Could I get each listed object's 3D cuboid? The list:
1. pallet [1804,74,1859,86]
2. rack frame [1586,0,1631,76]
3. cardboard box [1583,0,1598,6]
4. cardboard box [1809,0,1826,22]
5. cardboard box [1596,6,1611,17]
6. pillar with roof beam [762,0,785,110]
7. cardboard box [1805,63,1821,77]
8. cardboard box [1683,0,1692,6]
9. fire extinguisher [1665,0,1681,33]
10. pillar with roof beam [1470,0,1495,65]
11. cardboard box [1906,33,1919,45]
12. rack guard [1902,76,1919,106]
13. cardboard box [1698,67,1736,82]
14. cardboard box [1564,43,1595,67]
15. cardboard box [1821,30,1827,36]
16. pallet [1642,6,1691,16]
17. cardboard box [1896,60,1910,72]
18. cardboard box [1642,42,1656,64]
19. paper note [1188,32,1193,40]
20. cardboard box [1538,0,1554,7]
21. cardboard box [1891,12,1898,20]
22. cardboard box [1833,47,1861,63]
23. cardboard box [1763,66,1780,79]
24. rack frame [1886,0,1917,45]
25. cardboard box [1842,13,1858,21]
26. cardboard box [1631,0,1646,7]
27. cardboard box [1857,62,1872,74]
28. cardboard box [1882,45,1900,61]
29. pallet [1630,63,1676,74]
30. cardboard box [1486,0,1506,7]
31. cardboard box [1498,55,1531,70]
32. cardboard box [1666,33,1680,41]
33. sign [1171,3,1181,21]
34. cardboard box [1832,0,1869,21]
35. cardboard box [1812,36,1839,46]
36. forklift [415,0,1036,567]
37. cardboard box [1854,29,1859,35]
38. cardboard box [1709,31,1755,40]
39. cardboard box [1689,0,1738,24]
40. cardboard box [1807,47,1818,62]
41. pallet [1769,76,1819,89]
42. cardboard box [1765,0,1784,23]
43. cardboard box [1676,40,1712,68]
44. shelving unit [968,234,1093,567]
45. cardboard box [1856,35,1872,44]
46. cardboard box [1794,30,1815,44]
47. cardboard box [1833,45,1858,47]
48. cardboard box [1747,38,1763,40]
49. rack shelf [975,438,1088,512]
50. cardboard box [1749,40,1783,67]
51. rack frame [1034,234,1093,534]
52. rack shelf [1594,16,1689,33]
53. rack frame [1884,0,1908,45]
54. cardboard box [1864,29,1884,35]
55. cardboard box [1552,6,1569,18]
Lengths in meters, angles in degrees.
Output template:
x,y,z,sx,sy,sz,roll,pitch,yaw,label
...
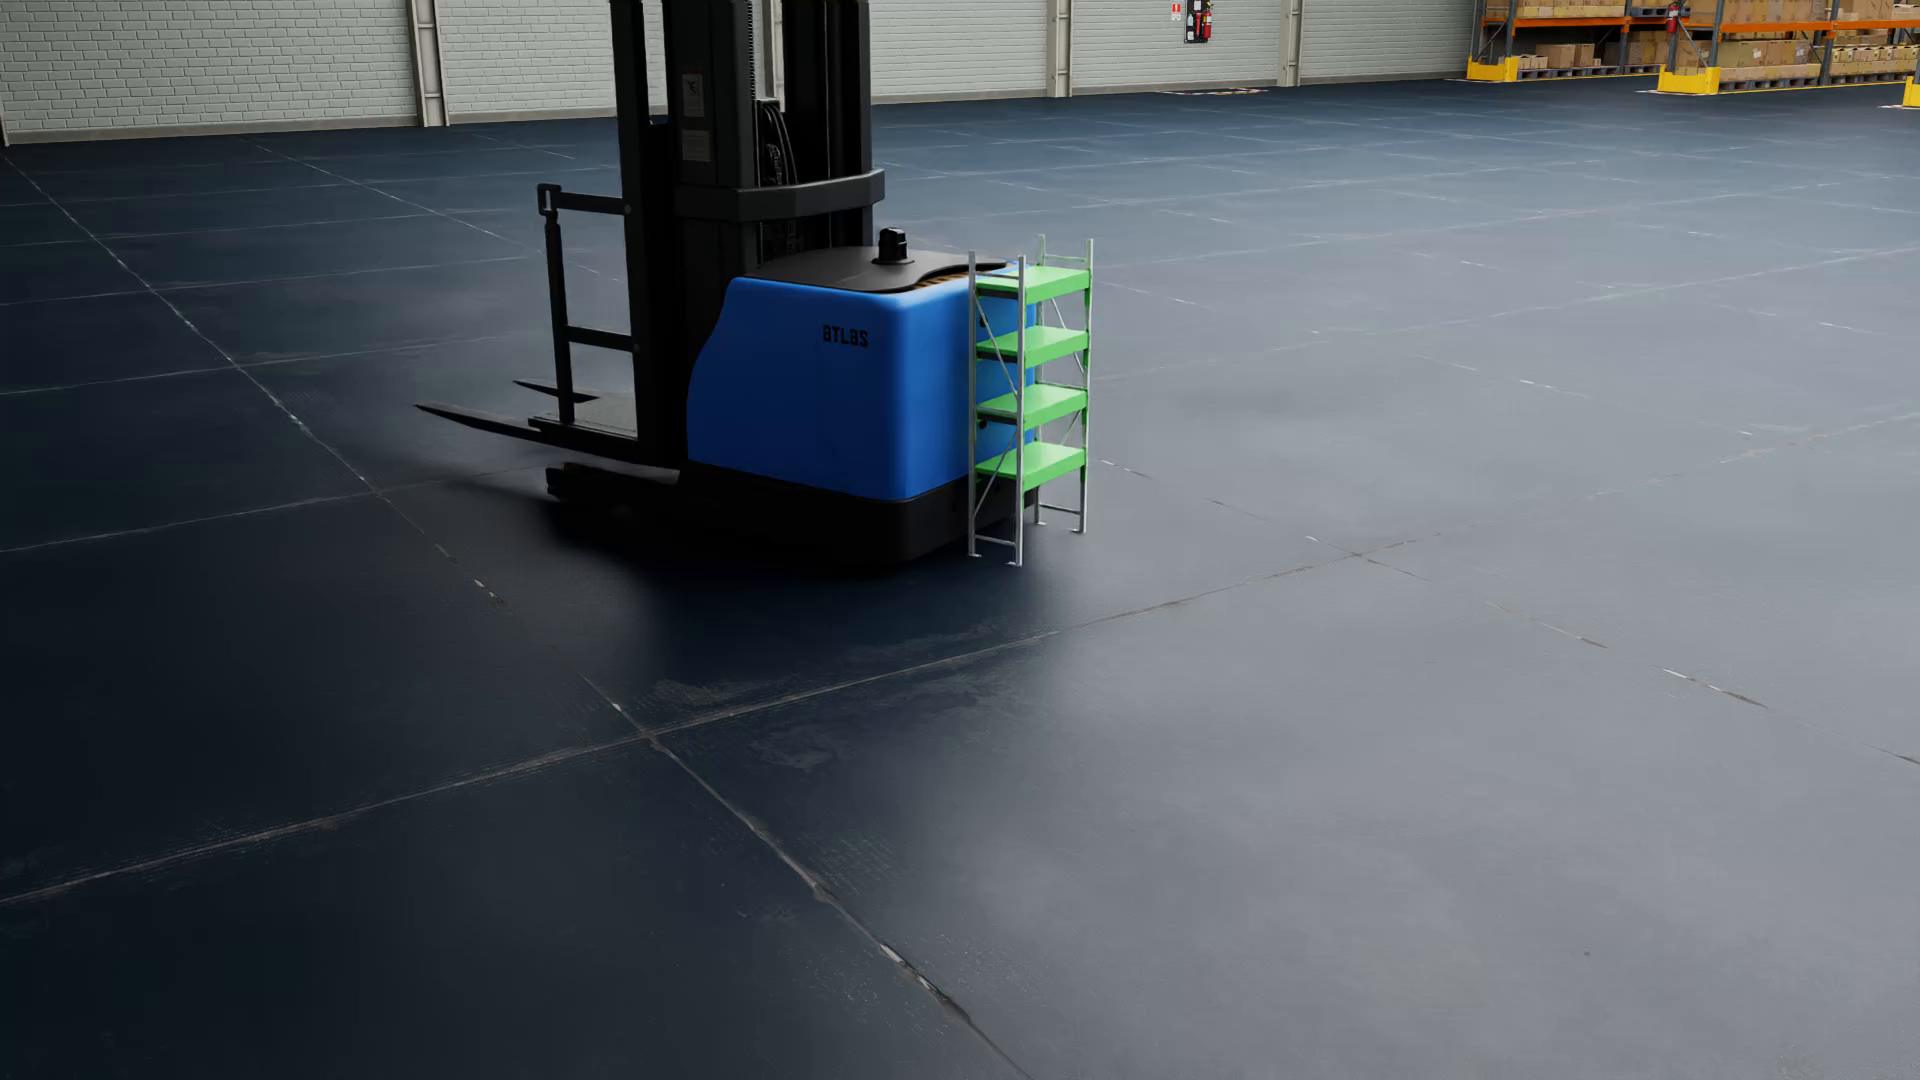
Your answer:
x,y,z,sx,sy,sz,roll,pitch,yaw,label
18.473,-9.895,35.685,1.213,0.211,1.003,-12,22,-31,pallet
15.152,-12.401,38.741,0.127,3.000,1.000,-12,22,-31,rack frame
14.087,-12.353,37.632,0.500,0.500,0.500,-13,22,-33,cardboard box
17.512,-11.044,34.572,0.500,0.500,0.700,-13,22,-33,cardboard box
14.502,-12.089,38.022,0.500,0.250,0.500,-12,22,-31,cardboard box
-0.746,-10.571,23.961,0.400,9.000,9.100,-12,22,-31,pillar with roof beam
17.612,-9.832,34.782,0.500,0.250,0.500,-12,22,-31,cardboard box
17.077,-13.050,39.819,0.500,0.500,0.700,-12,22,-31,cardboard box
14.184,-10.438,33.058,0.183,0.674,0.296,-12,22,-31,fire extinguisher
14.287,-13.741,33.339,0.400,9.000,9.100,-12,22,-31,pillar with roof beam
21.917,-11.399,37.823,0.500,0.250,0.500,-11,22,-29,cardboard box
17.297,-7.888,29.296,0.348,0.500,1.175,-12,22,-31,rack guard
15.109,-9.303,33.216,0.500,0.250,0.500,-12,22,-31,cardboard box
14.307,-11.231,38.499,0.500,0.500,0.500,-14,23,-35,cardboard box
22.942,-13.404,43.942,0.250,0.149,0.380,-13,22,-33,cardboard box
16.862,-12.655,39.792,1.213,0.211,1.003,-12,22,-31,pallet
20.486,-10.427,36.543,0.500,0.250,0.500,-12,22,-32,cardboard box
16.161,-11.663,39.777,0.500,0.500,0.700,-12,22,-32,cardboard box
4.638,-10.139,33.426,0.142,0.148,0.016,-12,22,-31,paper note
12.793,-12.078,36.818,0.500,0.500,0.500,-12,22,-31,cardboard box
20.186,-11.422,36.239,0.250,0.149,0.380,-10,21,-27,cardboard box
18.782,-10.331,35.382,0.500,0.311,0.500,-12,22,-32,cardboard box
16.362,-9.567,33.996,0.500,0.250,0.500,-12,22,-31,cardboard box
21.220,-11.781,36.908,0.127,3.000,1.000,-12,22,-31,rack frame
18.732,-11.059,35.164,0.250,0.149,0.380,-12,22,-31,cardboard box
15.595,-12.737,38.893,0.500,0.500,0.700,-12,22,-31,cardboard box
19.211,-10.159,35.748,0.500,0.250,0.500,-13,22,-33,cardboard box
20.064,-10.603,36.187,0.500,0.311,0.500,-12,22,-32,cardboard box
16.821,-11.433,40.234,1.213,0.211,1.003,-12,22,-31,pallet
12.088,-12.130,36.972,0.500,0.500,0.500,-12,22,-32,cardboard box
12.438,-10.728,37.307,0.500,0.311,0.500,-15,24,-37,cardboard box
16.982,-12.168,40.099,0.500,0.250,0.500,-12,22,-32,cardboard box
4.305,-10.516,33.111,0.234,0.329,0.001,-12,22,-31,sign
18.970,-11.347,35.469,0.500,0.500,0.500,-10,21,-28,cardboard box
22.514,-12.929,43.551,0.500,0.500,0.700,-12,22,-31,cardboard box
-1.178,-1.634,7.002,3.031,2.935,1.130,13,22,33,forklift
23.795,-13.583,44.474,0.250,0.149,0.380,-12,22,-31,cardboard box
19.179,-12.380,41.382,0.750,0.750,0.750,-12,22,-32,cardboard box
14.935,-10.498,32.957,0.500,0.500,0.700,-12,22,-31,cardboard box
18.060,-10.386,35.545,0.500,0.311,0.500,-12,22,-31,cardboard box
17.192,-9.626,34.889,1.213,0.211,1.003,-12,22,-31,pallet
16.227,-10.771,33.766,0.500,0.500,0.700,-11,22,-30,cardboard box
14.823,-9.797,33.508,0.500,0.500,0.500,-12,22,-31,cardboard box
0.274,-0.552,6.504,0.258,1.200,0.503,12,22,32,shelving unit
23.807,-13.202,44.359,0.500,0.500,0.700,-13,22,-33,cardboard box
21.362,-12.841,42.745,0.750,0.750,0.750,-12,22,-31,cardboard box
19.331,-10.654,36.338,0.500,0.311,0.500,-12,22,-32,cardboard box
16.485,-10.154,34.562,0.500,0.500,0.500,-12,22,-31,cardboard box
0.274,-0.264,6.602,0.258,0.148,0.480,12,22,32,rack shelf
16.363,-9.922,33.876,0.500,0.500,0.500,-12,22,-31,cardboard box
0.412,-0.617,6.695,0.240,1.200,0.015,12,22,32,rack frame
16.822,-12.412,39.898,4.000,0.370,1.077,-12,22,-31,rack shelf
25.174,-14.514,44.993,0.127,3.000,1.000,-12,22,-31,rack frame
24.424,-13.570,44.434,0.250,0.149,0.380,-11,22,-30,cardboard box
13.248,-11.819,37.223,0.500,0.250,0.500,-12,22,-32,cardboard box
